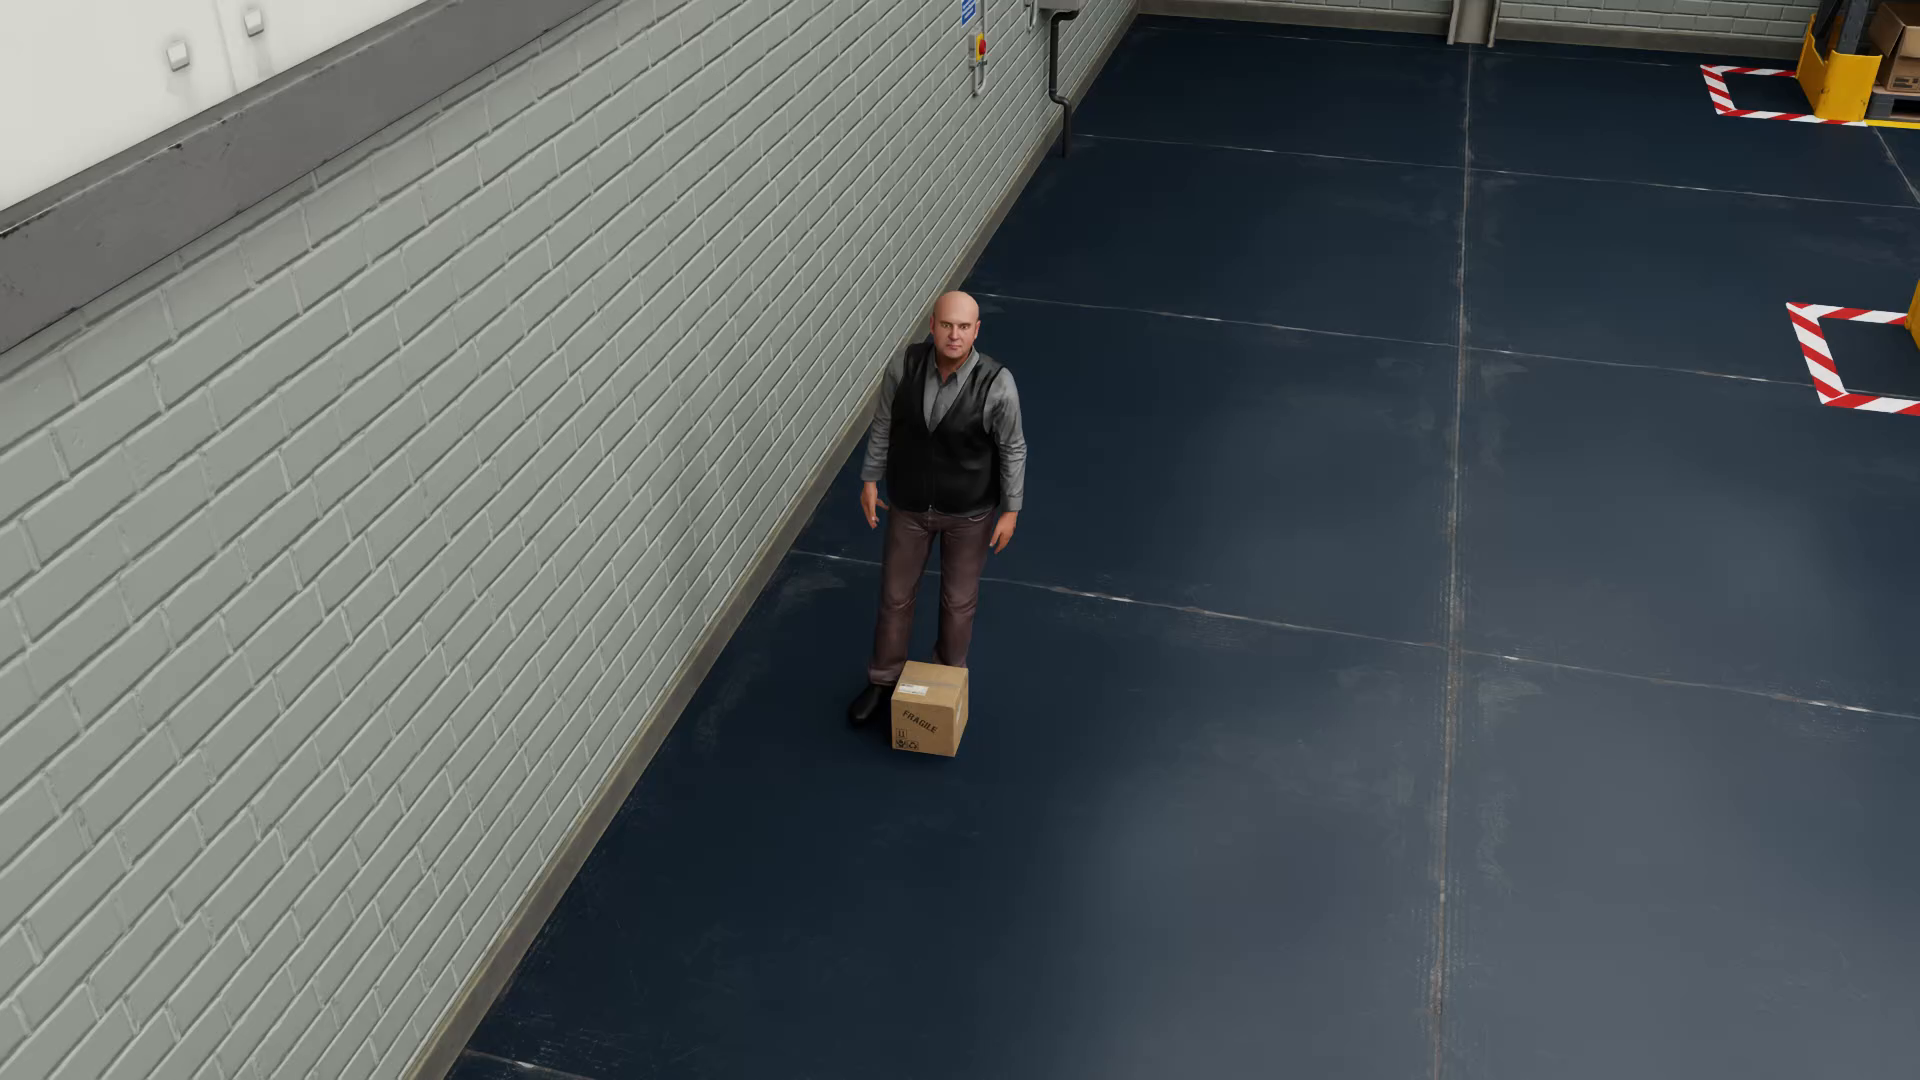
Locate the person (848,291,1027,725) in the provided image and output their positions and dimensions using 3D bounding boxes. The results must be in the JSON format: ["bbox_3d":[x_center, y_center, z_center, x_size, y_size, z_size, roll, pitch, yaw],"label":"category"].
[{"bbox_3d":[-0.090,-0.086,6.281,0.633,1.722,0.550,8,33,12],"label":"person"}]
